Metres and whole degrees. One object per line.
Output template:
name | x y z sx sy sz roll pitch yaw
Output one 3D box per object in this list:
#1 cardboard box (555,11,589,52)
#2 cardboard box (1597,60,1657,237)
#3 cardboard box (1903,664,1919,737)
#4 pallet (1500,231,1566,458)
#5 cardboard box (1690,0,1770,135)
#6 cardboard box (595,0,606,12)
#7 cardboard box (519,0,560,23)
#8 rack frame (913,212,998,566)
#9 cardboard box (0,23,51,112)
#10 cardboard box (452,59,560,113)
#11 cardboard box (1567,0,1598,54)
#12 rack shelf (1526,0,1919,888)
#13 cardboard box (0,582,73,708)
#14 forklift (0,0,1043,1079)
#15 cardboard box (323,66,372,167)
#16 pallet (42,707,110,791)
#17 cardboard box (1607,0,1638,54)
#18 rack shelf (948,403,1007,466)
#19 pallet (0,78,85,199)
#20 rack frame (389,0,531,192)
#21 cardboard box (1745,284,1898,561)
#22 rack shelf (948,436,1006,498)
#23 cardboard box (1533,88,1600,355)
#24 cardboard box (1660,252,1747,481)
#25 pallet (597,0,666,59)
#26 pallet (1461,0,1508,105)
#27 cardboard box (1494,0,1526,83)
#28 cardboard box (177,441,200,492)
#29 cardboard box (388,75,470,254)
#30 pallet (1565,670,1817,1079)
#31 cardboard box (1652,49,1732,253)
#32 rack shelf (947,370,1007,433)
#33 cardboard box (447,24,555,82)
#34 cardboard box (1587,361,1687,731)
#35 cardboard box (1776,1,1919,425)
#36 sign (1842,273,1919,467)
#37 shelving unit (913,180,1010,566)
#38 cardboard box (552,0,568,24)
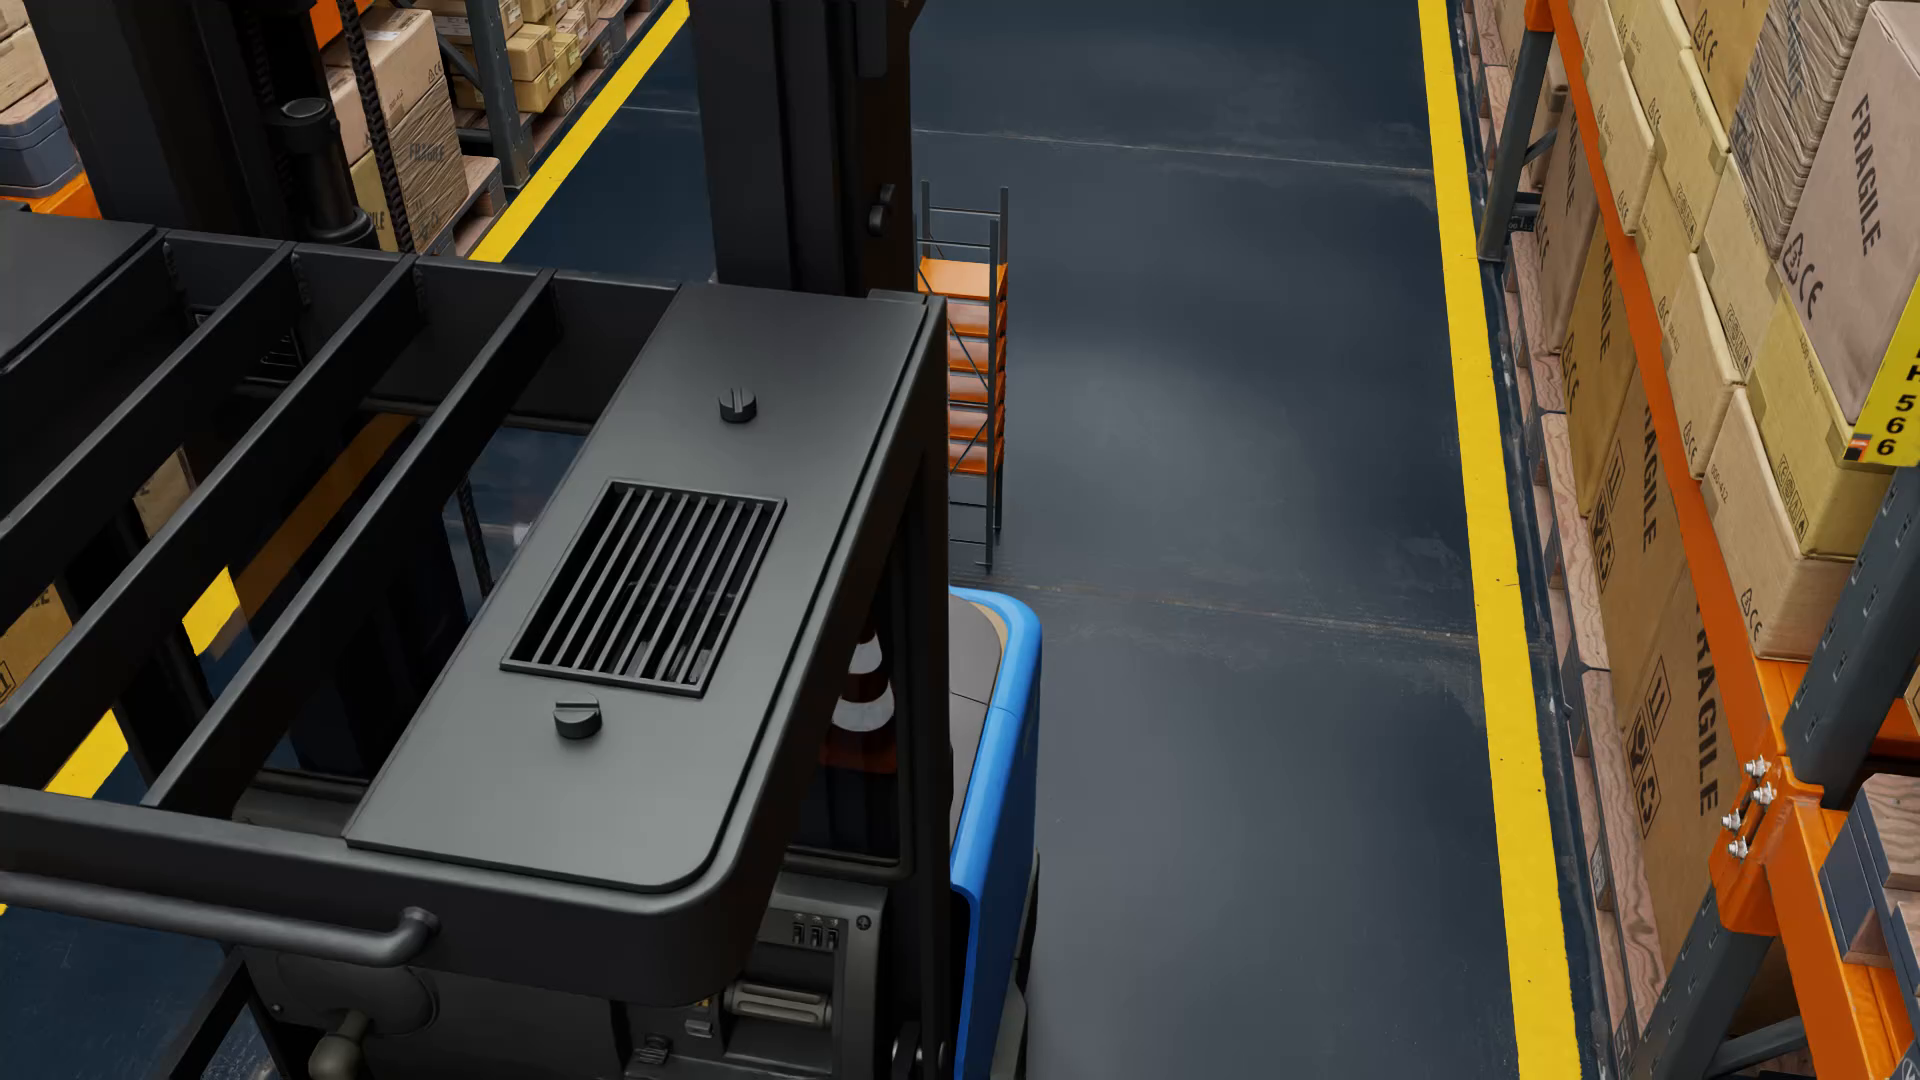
cardboard box | -1.923 -2.308 7.595 0.380 0.149 0.250 6 40 7
cardboard box | 1.928 -0.978 4.196 0.500 0.250 0.500 6 40 7
cardboard box | 1.554 0.212 1.998 0.500 0.500 0.500 5 40 6
pallet | 2.493 -0.673 5.898 1.003 0.211 1.213 6 40 8
cardboard box | 1.865 -1.141 3.413 0.500 0.500 0.500 6 40 8
cardboard box | -1.917 -2.645 8.003 0.380 0.149 0.250 5 40 6
cardboard box | -1.971 -2.375 7.209 0.380 0.149 0.250 8 40 10
rack frame | -0.018 -0.396 4.787 0.240 1.200 0.006 6 40 8
cardboard box | -2.575 -1.210 4.228 0.380 0.149 0.250 8 40 9
cardboard box | -1.961 -1.979 7.197 0.380 0.149 0.250 5 40 6
cardboard box | 2.128 -1.610 4.962 0.500 0.250 0.500 5 40 7
rack shelf | 2.206 -0.708 4.317 1.077 0.370 4.000 6 40 8
cardboard box | -2.659 0.173 4.318 0.500 0.500 0.500 5 40 6
forklift | -0.602 0.677 2.131 1.130 2.935 3.031 7 40 8
cardboard box | -2.323 -1.394 5.625 0.500 0.250 0.500 8 40 10
pallet | -2.896 0.372 4.634 1.003 0.211 1.213 6 40 8
cardboard box | 2.022 -1.486 4.419 0.500 0.250 0.500 7 40 8
rack shelf | -0.002 -0.327 4.961 0.258 0.103 0.180 6 40 8
pallet | -2.731 -1.385 4.722 1.003 0.211 1.213 6 40 8
rack frame | -2.341 -2.723 6.189 1.000 3.000 0.127 6 40 8
cardboard box | 1.693 -0.197 2.859 0.500 0.250 0.500 6 40 8
rack shelf | -0.002 -0.234 5.038 0.258 0.103 0.180 6 40 8
cardboard box | 2.524 -1.185 5.667 0.875 0.875 0.875 8 40 9
cardboard box | 1.765 -0.340 3.425 0.500 0.250 0.500 7 40 8
pallet | -2.051 -2.841 8.521 1.003 0.211 1.213 6 40 8
pallet | 2.970 -2.402 7.990 1.003 0.211 1.213 6 40 8
cardboard box | 2.921 -2.359 7.430 0.875 0.438 0.875 5 40 6
cardboard box | -2.491 -0.465 5.091 0.500 0.500 0.500 5 40 7
cardboard box | -2.221 -1.429 6.256 0.500 0.500 0.500 6 40 7
pallet | 2.071 0.858 4.046 1.003 0.211 1.213 6 40 8
cardboard box | 1.847 -0.842 3.640 0.500 0.250 0.500 5 40 7
rack shelf | -0.002 -0.419 4.885 0.258 0.103 0.180 6 40 8
cardboard box | -1.963 -2.093 7.101 0.380 0.149 0.250 8 40 10
cardboard box | 2.220 -0.057 4.302 0.875 0.875 0.875 7 40 8
cardboard box | 1.692 -0.507 2.646 0.500 0.500 0.500 5 40 6
sign | 1.313 -0.235 2.272 0.100 0.325 0.005 6 40 8
shelving unit | -0.002 -0.453 4.857 0.258 1.200 0.189 6 40 8
cardboard box | -2.001 -2.418 7.495 0.380 0.149 0.250 6 40 7
